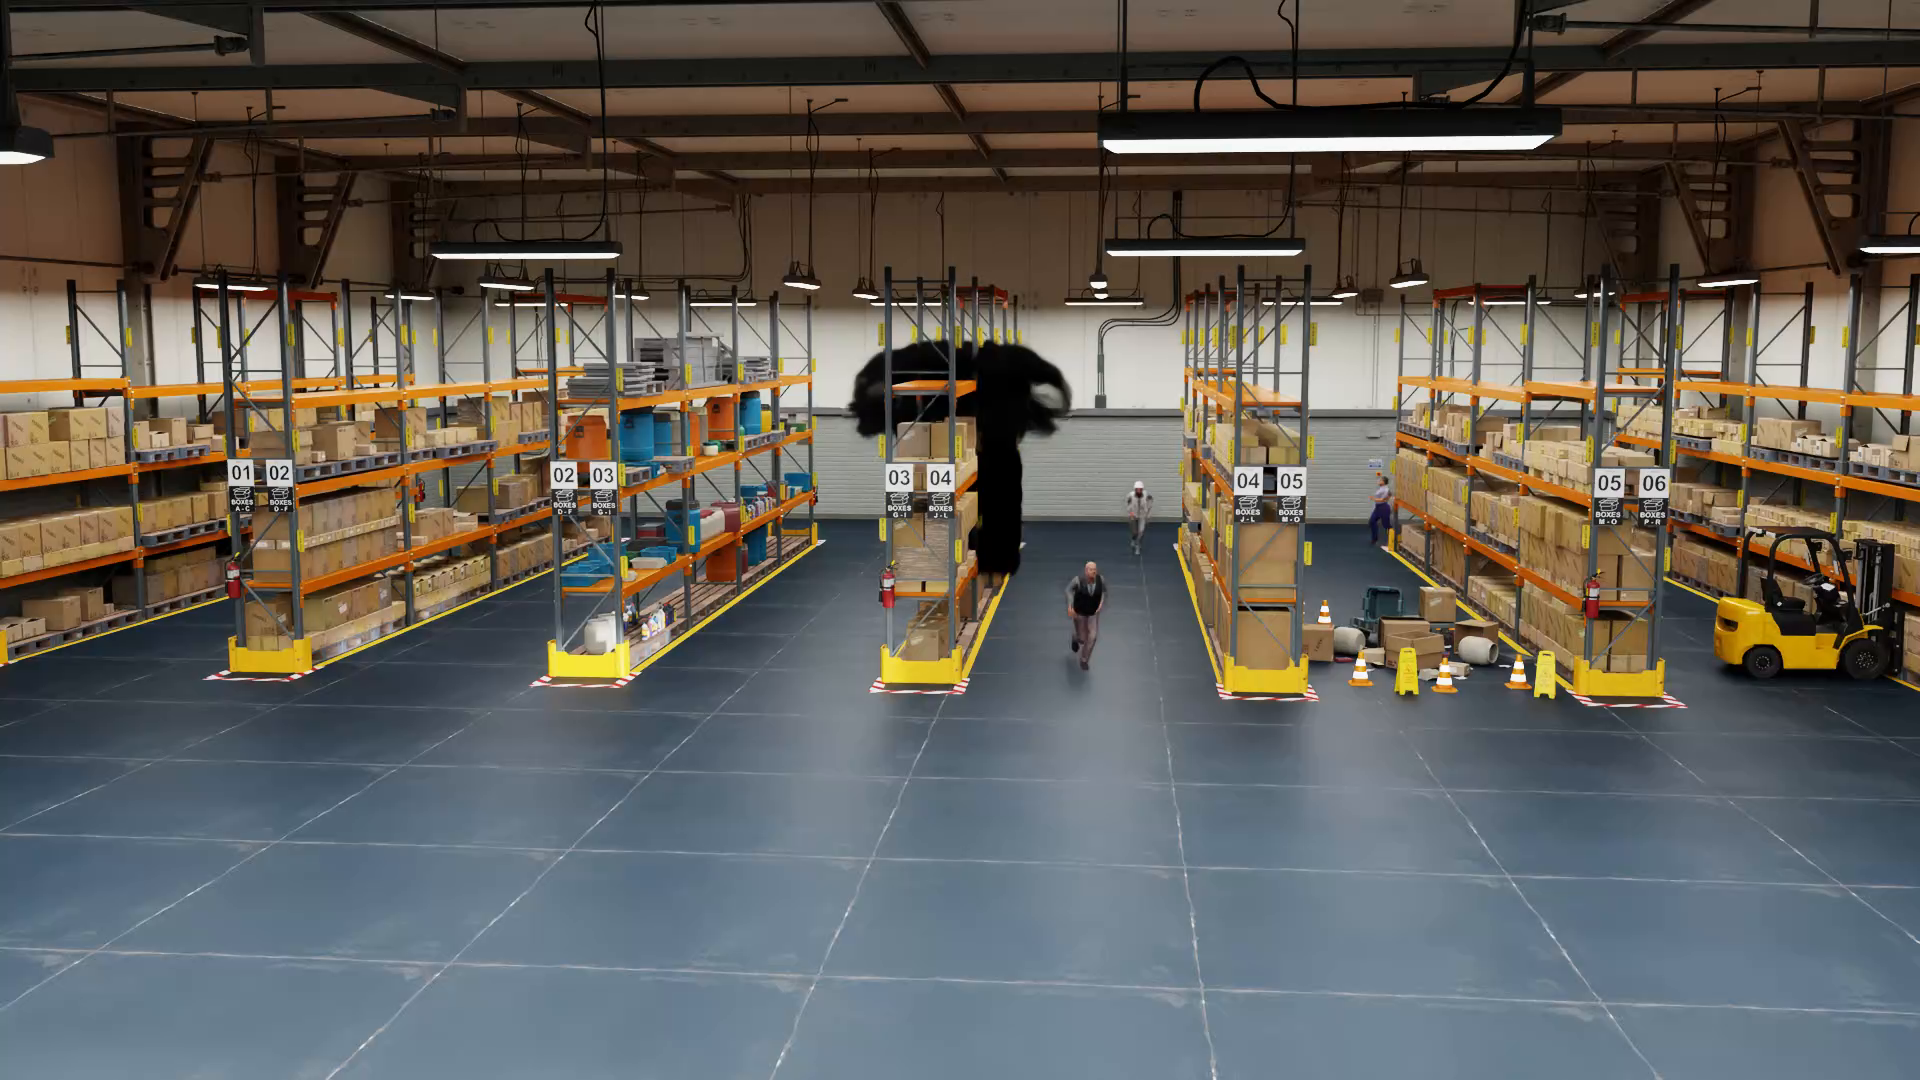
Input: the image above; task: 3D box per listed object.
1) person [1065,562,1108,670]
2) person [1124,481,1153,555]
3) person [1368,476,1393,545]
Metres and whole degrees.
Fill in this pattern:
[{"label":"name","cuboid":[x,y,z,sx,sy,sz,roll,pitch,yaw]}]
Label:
[{"label":"person","cuboid":[1.910,1.130,25.377,0.656,1.664,0.815,-2,7,-17]},{"label":"person","cuboid":[4.153,-0.537,38.841,0.687,1.730,1.030,0,7,-3]},{"label":"person","cuboid":[10.221,-0.682,40.173,0.749,1.713,0.577,0,7,0]}]
